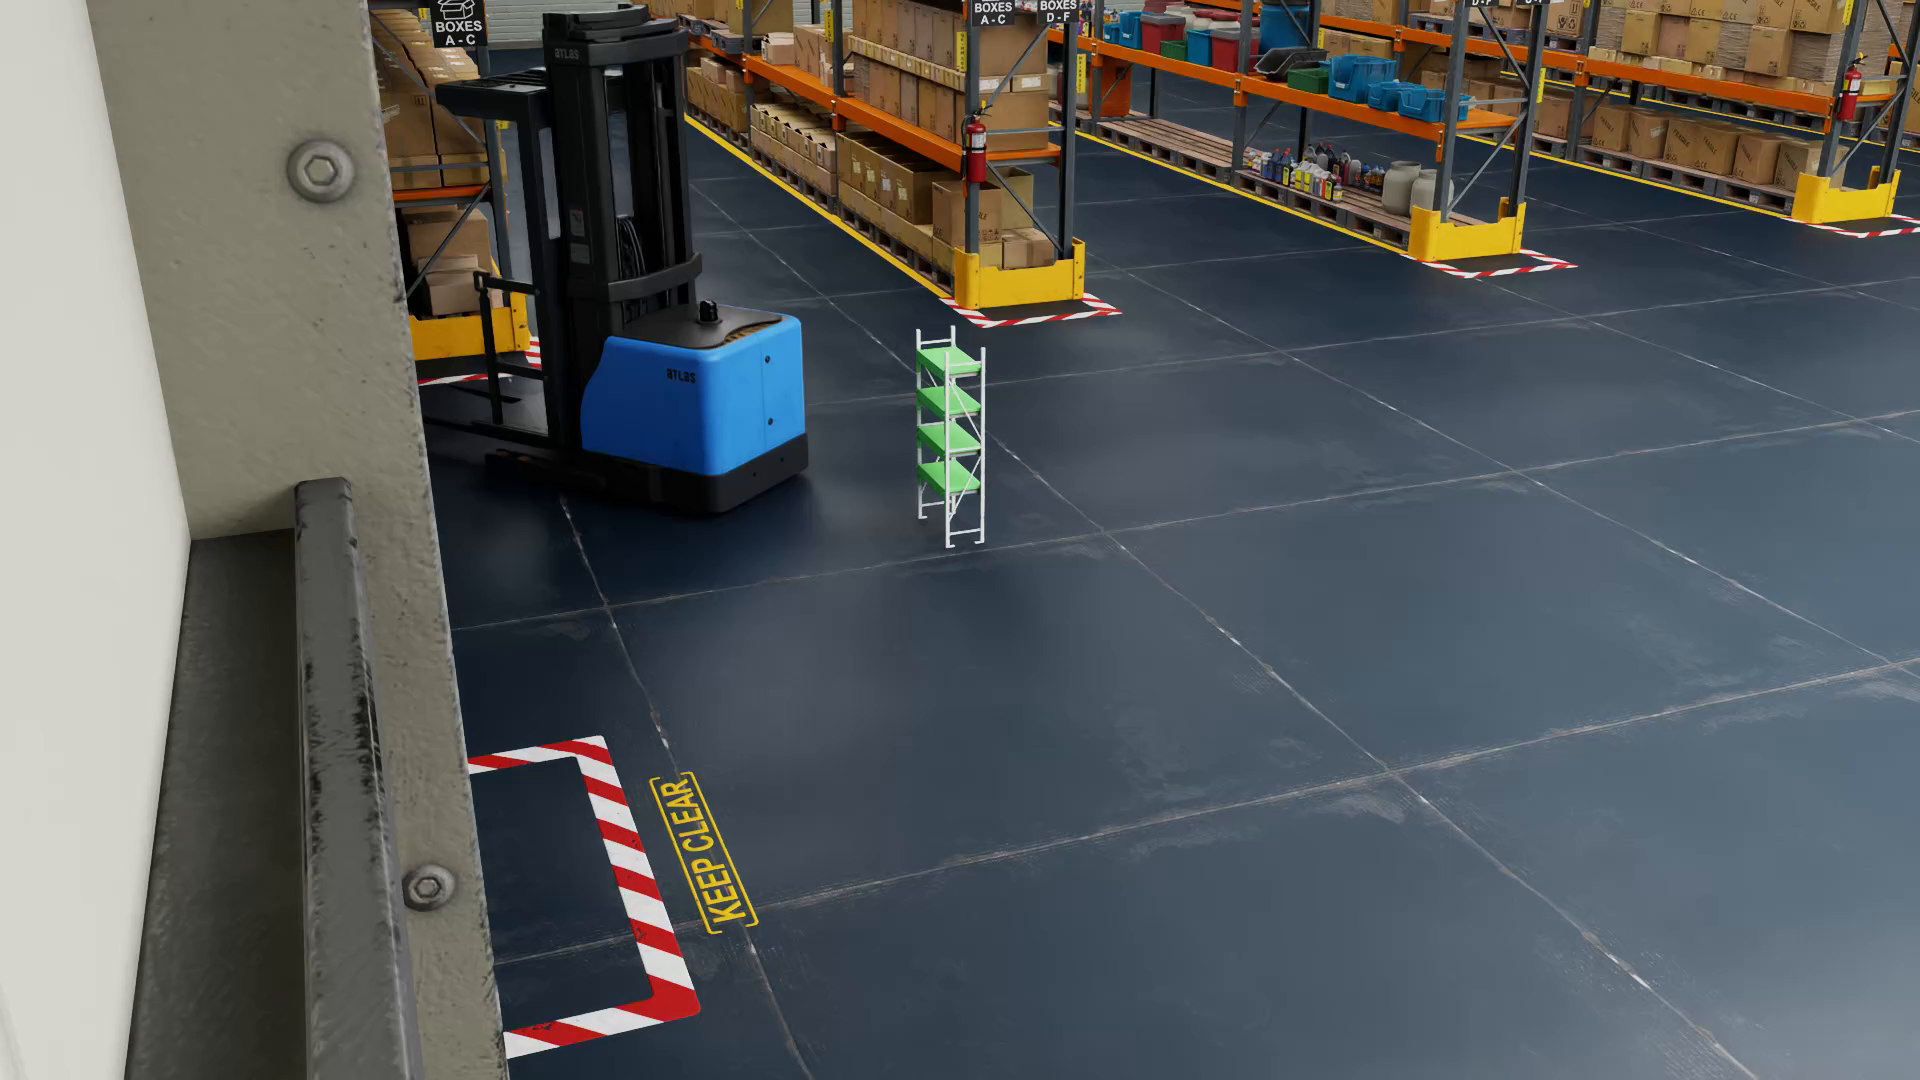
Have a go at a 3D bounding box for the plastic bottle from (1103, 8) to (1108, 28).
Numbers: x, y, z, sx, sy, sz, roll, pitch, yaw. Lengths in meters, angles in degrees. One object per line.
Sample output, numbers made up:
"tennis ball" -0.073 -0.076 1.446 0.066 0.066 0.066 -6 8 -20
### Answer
"plastic bottle" 2.149 -7.689 24.497 0.097 0.271 0.097 0 23 0

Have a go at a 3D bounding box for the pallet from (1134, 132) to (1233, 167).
"pallet" 3.006 -5.151 21.899 1.003 0.211 1.213 -8 24 -19

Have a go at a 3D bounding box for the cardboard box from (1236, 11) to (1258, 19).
"cardboard box" 5.403 -8.764 29.075 0.875 0.875 0.875 -8 24 -19

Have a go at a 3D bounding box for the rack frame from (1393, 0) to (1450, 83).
"rack frame" 6.975 -7.845 24.700 1.000 3.000 0.127 -8 24 -19

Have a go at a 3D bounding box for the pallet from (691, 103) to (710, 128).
"pallet" -3.385 -6.365 24.780 1.003 0.211 1.213 -8 24 -19

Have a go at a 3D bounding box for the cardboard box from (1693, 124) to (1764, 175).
"cardboard box" 9.149 -4.652 19.802 0.500 0.500 0.500 -6 24 -14

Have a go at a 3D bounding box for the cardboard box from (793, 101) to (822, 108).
"cardboard box" -1.879 -5.516 21.451 0.500 0.311 0.500 -8 24 -18

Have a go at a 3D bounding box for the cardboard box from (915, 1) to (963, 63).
"cardboard box" -0.009 -4.788 15.649 0.700 0.500 0.500 -8 24 -19

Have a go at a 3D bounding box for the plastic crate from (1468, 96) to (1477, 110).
"plastic crate" 5.152 -4.506 17.119 0.298 0.136 0.250 -8 24 -19

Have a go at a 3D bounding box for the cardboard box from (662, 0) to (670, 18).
"cardboard box" -4.307 -8.320 25.699 0.500 0.500 0.500 -8 24 -17

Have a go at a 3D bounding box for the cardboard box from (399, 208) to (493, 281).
"cardboard box" -4.675 -2.695 15.132 0.700 0.500 0.500 -10 25 -22

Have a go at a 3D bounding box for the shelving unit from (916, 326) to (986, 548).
"shelving unit" -0.058 -0.613 9.859 0.258 1.200 0.503 -8 24 -19

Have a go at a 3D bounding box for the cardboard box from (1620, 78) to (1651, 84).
"cardboard box" 11.173 -7.734 27.114 0.500 0.500 0.500 -8 24 -19

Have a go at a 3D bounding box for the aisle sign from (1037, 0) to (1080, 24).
"aisle sign" 0.842 -4.797 14.120 0.394 0.787 0.004 -8 24 -19

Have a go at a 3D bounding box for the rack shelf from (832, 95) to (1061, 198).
"rack shelf" -0.175 -3.976 16.446 1.077 0.370 4.000 -8 24 -19

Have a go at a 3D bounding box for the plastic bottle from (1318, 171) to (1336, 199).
"plastic bottle" 4.045 -3.909 18.302 0.152 0.276 0.135 -8 24 -19

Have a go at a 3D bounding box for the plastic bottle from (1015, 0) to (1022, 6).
"plastic bottle" 0.864 -8.208 25.722 0.152 0.276 0.135 -8 24 -19

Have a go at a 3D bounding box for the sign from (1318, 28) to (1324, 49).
"sign" 4.273 -5.911 19.756 0.100 0.325 0.005 -8 24 -19

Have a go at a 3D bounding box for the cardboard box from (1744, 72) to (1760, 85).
"cardboard box" 9.159 -5.262 18.895 0.380 0.149 0.250 -8 24 -19

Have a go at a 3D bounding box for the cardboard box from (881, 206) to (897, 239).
"cardboard box" -0.475 -3.205 16.690 0.500 0.250 0.500 -8 24 -19

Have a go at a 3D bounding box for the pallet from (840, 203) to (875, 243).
"pallet" -0.639 -3.454 17.873 1.003 0.211 1.213 -8 24 -19

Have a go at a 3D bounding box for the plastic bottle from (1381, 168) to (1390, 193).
"plastic bottle" 4.755 -3.996 18.499 0.061 0.283 0.133 -8 24 -18

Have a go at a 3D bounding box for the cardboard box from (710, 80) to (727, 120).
"cardboard box" -3.218 -6.224 23.505 0.500 0.500 0.500 -9 25 -21

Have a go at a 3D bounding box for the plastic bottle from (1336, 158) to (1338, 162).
"plastic bottle" 4.416 -4.345 19.328 0.061 0.283 0.133 -7 24 -15

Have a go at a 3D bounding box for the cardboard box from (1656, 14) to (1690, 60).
"cardboard box" 8.903 -6.048 19.926 0.875 0.500 0.500 -8 24 -19

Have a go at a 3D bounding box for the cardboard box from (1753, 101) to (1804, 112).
"cardboard box" 12.423 -6.757 24.474 1.050 0.750 0.750 -8 24 -19

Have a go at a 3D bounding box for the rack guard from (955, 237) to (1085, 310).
"rack guard" 0.540 -2.420 15.047 1.175 0.500 0.348 -8 24 -19

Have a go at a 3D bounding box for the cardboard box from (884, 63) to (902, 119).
"cardboard box" -0.353 -4.546 16.744 0.700 0.500 0.500 -8 24 -18

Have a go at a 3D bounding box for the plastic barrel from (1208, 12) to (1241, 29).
"plastic barrel" 3.362 -6.419 21.142 0.433 0.535 0.433 0 23 0

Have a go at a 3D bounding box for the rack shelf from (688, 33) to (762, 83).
"rack shelf" -3.001 -6.882 23.343 1.077 0.370 4.000 -8 24 -19

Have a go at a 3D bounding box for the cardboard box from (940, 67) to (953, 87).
"cardboard box" 0.034 -4.226 15.150 0.380 0.149 0.250 -9 24 -20

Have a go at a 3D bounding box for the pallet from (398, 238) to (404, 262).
"pallet" -5.244 -2.829 16.389 1.003 0.211 1.213 -8 24 -19

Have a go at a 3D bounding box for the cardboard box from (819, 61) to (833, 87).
"cardboard box" -1.364 -5.266 18.755 0.396 0.266 0.258 -9 24 -20

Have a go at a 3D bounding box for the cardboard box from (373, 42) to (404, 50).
"cardboard box" -5.543 -4.439 15.821 0.500 0.500 0.500 -9 24 -20

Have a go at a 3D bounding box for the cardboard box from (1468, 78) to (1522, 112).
"cardboard box" 7.645 -6.250 23.569 0.700 0.500 0.500 -6 24 -15

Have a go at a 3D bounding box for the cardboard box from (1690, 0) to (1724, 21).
"cardboard box" 8.850 -6.294 19.221 0.500 0.500 0.500 -8 24 -19

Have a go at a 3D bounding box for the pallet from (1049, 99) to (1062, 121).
"pallet" 1.596 -6.604 25.346 1.003 0.211 1.213 -8 24 -19

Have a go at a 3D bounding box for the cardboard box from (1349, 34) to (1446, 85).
"cardboard box" 6.750 -7.313 25.633 1.225 0.875 0.875 -10 25 -21

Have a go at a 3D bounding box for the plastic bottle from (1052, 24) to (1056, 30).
"plastic bottle" 1.395 -7.615 24.306 0.061 0.283 0.133 -8 24 -19

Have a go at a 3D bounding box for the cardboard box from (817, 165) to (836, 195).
"cardboard box" -1.299 -4.071 18.746 0.500 0.250 0.500 -9 24 -20

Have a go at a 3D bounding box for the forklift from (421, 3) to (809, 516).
"forklift" -2.533 -1.897 10.676 3.031 2.935 1.130 12 26 27

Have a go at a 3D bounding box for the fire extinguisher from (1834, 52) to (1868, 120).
"fire extinguisher" 9.410 -4.798 17.570 0.296 0.674 0.183 -8 24 -19

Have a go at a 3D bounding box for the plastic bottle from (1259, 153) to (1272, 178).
"plastic bottle" 3.596 -4.370 19.396 0.152 0.276 0.135 -7 24 -17

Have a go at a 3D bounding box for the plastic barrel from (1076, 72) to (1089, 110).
"plastic barrel" 1.869 -6.581 24.364 0.421 0.512 0.421 0 23 0

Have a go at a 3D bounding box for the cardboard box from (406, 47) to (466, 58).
"cardboard box" -4.876 -4.329 15.559 0.500 0.500 0.500 -8 24 -19

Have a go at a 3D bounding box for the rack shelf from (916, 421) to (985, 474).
"rack shelf" -0.058 -0.554 9.884 0.258 0.148 0.480 -8 24 -19

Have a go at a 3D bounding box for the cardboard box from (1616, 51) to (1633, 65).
"cardboard box" 8.373 -5.977 20.591 0.380 0.149 0.250 -8 24 -19

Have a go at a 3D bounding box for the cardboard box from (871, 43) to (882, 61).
"cardboard box" -0.692 -4.975 16.927 0.380 0.149 0.250 -9 24 -19

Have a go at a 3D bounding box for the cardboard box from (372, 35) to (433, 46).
"cardboard box" -5.662 -4.791 16.760 0.700 0.500 0.500 -8 24 -19

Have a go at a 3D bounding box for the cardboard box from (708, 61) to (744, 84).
"cardboard box" -3.233 -6.582 23.391 0.500 0.250 0.500 -9 24 -20

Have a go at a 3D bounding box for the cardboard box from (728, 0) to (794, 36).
"cardboard box" -2.622 -6.940 21.884 0.700 0.500 0.500 -18 29 -36

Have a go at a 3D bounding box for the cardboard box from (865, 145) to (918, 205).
"cardboard box" -0.657 -3.731 16.974 0.500 0.500 0.500 -8 24 -19
